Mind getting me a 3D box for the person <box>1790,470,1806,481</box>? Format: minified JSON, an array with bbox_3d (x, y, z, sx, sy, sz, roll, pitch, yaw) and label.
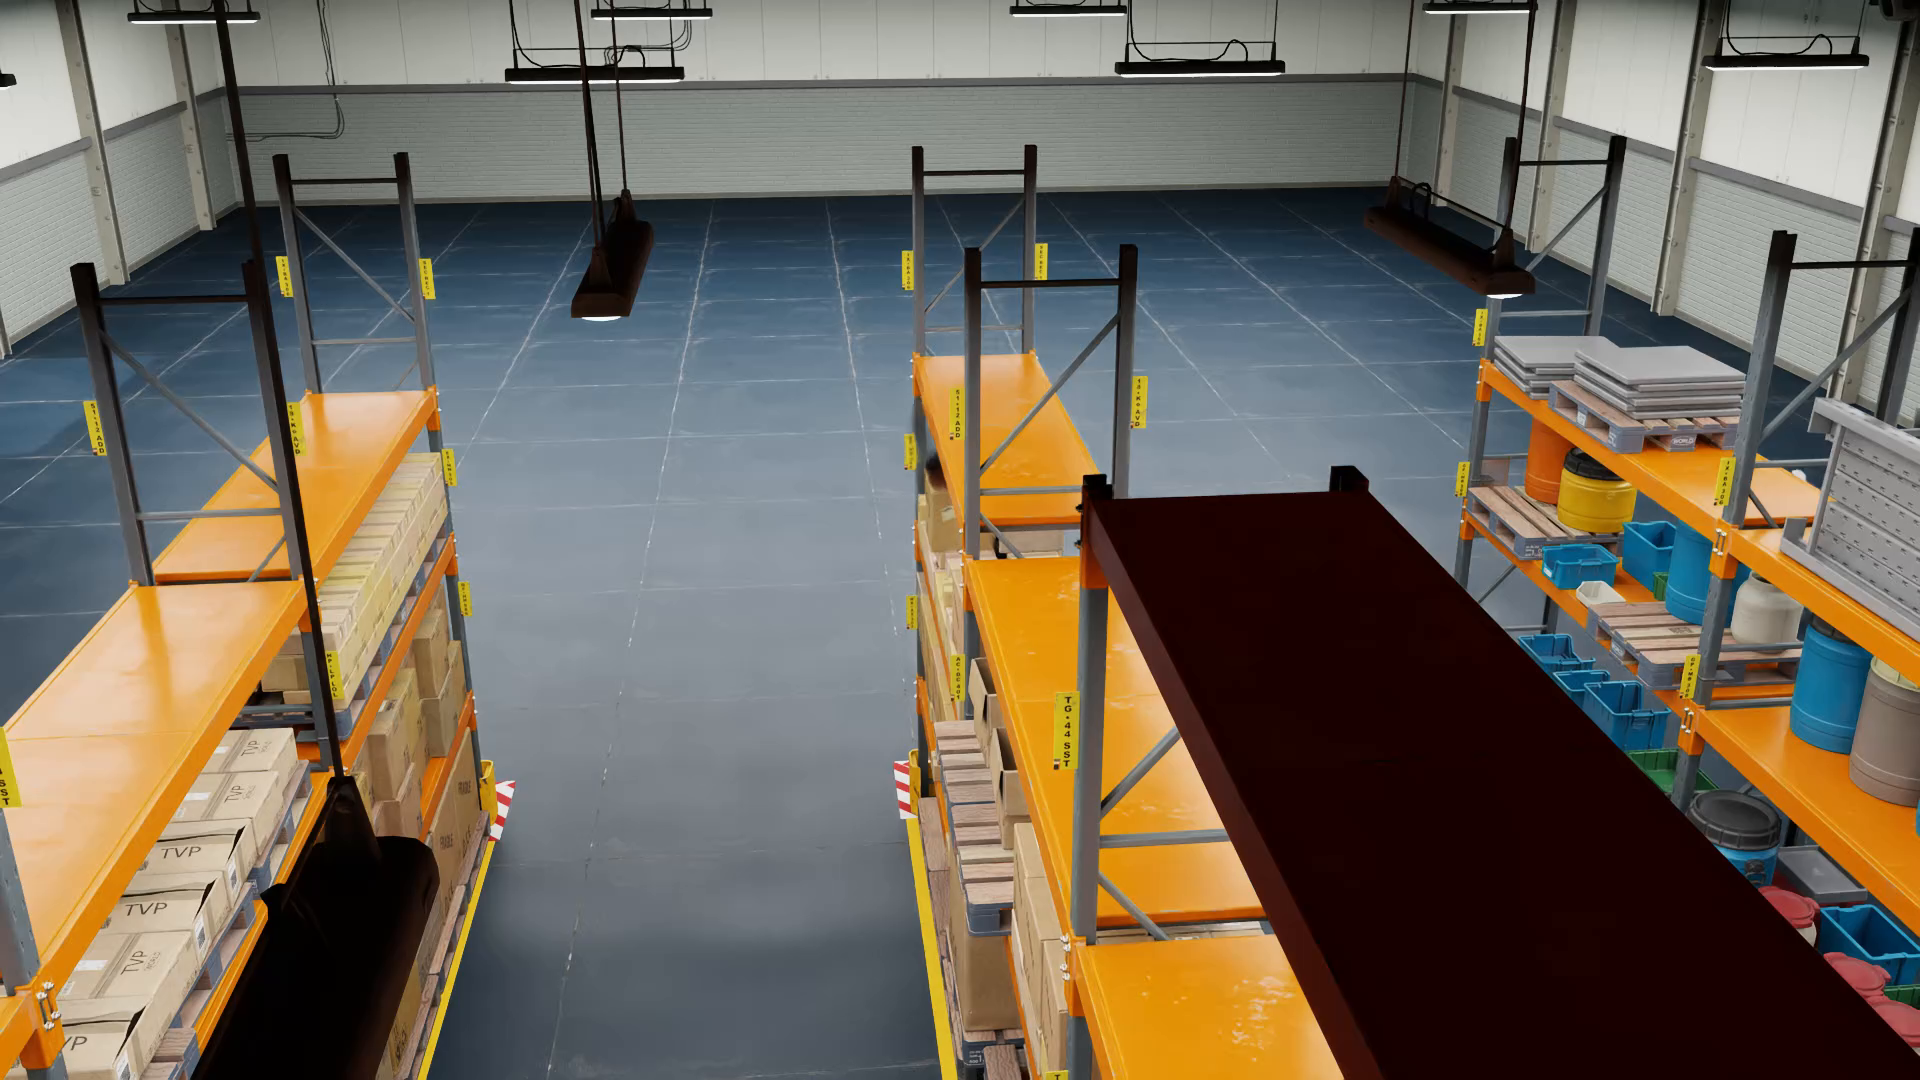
[{"bbox_3d":[9.453,0.040,19.151,0.457,1.785,0.592,2,22,6],"label":"person"}]
